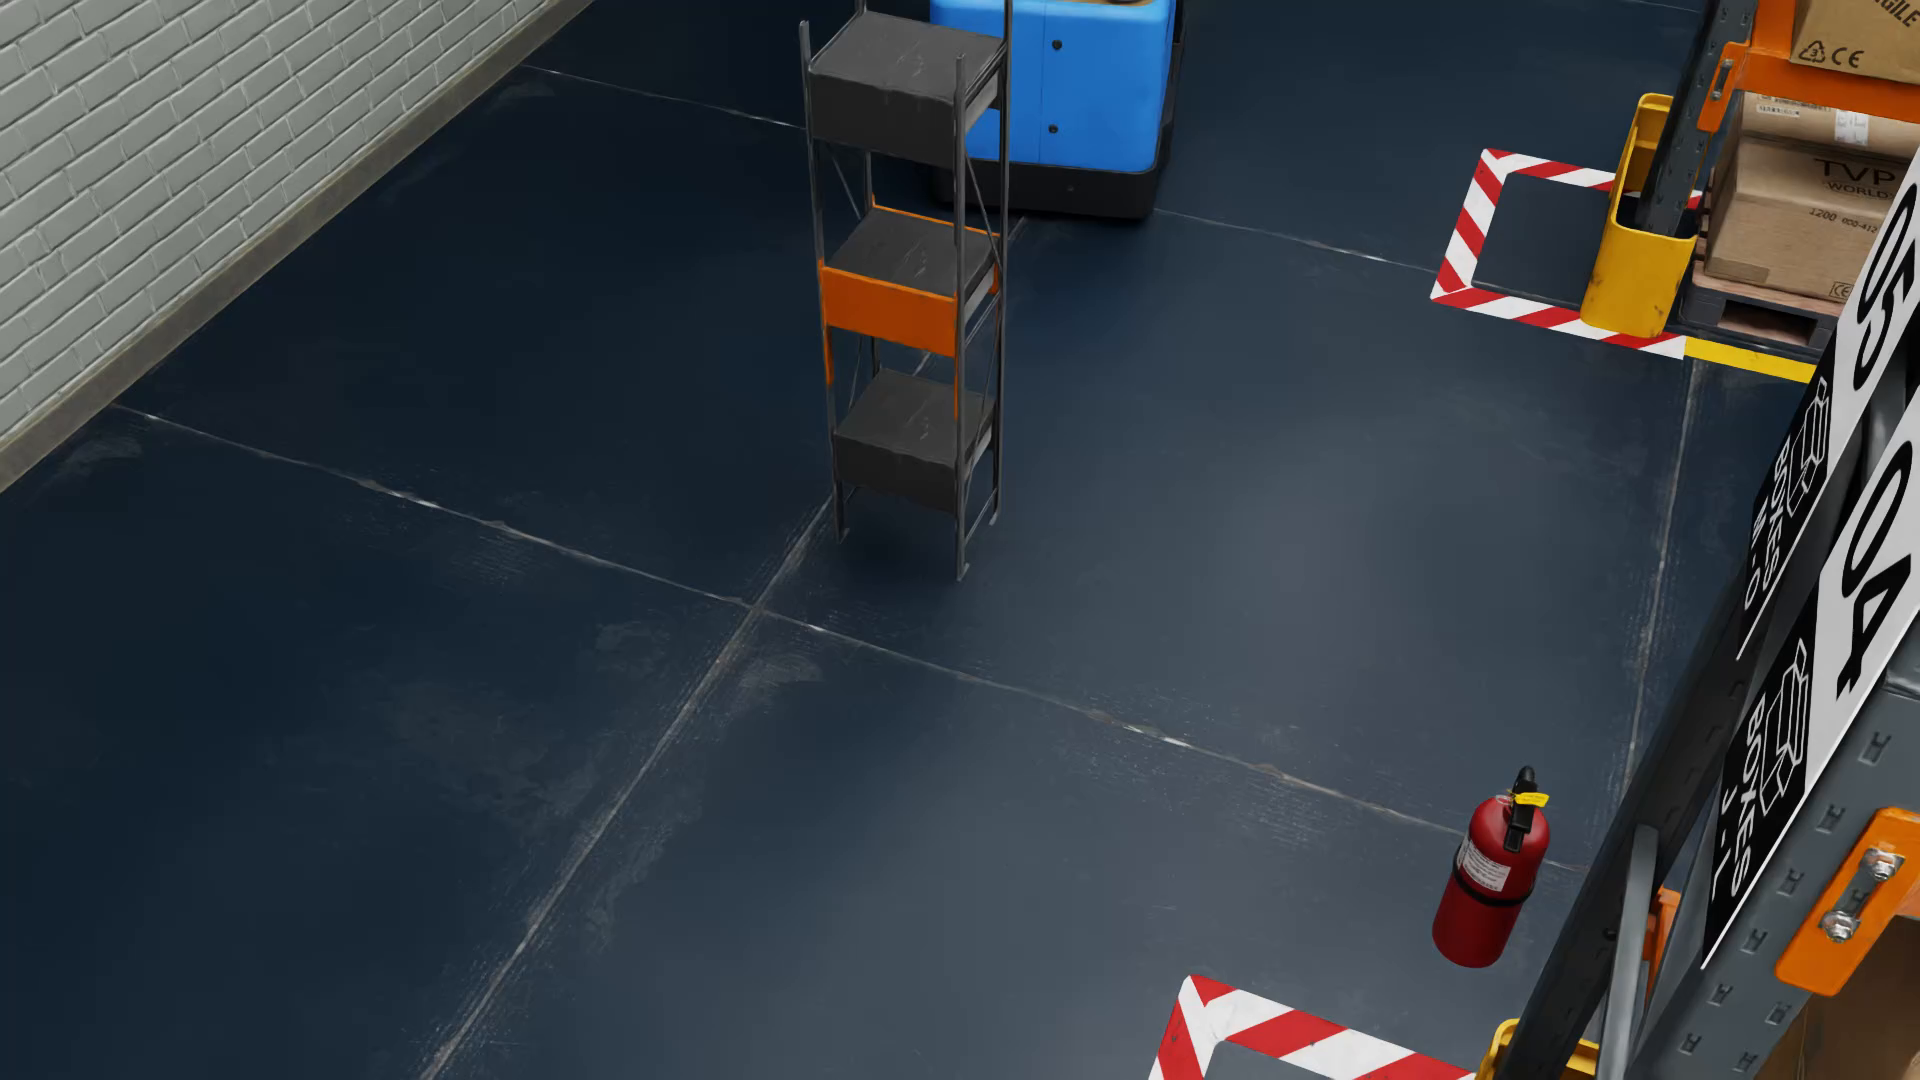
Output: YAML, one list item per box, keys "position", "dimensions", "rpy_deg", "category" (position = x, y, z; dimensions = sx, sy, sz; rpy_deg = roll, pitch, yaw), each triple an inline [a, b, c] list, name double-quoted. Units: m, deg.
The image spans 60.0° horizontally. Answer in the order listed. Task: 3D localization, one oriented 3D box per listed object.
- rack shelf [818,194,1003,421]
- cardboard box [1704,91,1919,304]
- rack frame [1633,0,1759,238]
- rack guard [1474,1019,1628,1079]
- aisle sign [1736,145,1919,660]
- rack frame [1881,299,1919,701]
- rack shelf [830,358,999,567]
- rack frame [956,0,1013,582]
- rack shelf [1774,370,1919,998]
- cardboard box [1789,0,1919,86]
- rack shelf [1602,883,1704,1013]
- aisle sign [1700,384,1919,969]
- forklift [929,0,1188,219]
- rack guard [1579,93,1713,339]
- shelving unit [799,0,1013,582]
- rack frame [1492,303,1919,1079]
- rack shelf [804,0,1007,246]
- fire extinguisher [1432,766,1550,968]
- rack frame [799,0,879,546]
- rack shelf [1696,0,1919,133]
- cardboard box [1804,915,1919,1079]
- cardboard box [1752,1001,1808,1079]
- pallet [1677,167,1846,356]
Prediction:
- position: [-0.153, -0.780, 5.564]
  dimensions: [0.480, 0.518, 0.431]
  rpy_deg: [16, 47, 16]
  category: "rack shelf"
- position: [3.725, -1.456, 7.105]
  dimensions: [0.875, 0.438, 0.875]
  rpy_deg: [15, 47, 15]
  category: "cardboard box"
- position: [3.077, -2.329, 6.464]
  dimensions: [0.127, 3.000, 1.000]
  rpy_deg: [16, 47, 16]
  category: "rack frame"
- position: [1.335, 1.827, 4.059]
  dimensions: [0.348, 0.500, 1.175]
  rpy_deg: [16, 47, 16]
  category: "rack guard"
- position: [1.313, -0.216, 2.498]
  dimensions: [0.004, 0.787, 0.394]
  rpy_deg: [16, 47, 16]
  category: "aisle sign"
- position: [1.264, -1.206, 1.082]
  dimensions: [0.127, 3.000, 1.000]
  rpy_deg: [16, 47, 16]
  category: "rack frame"
- position: [-0.153, -0.283, 6.058]
  dimensions: [0.480, 0.518, 0.431]
  rpy_deg: [16, 47, 16]
  category: "rack shelf"
- position: [0.072, -0.723, 5.488]
  dimensions: [0.015, 2.100, 0.400]
  rpy_deg: [16, 47, 16]
  category: "rack frame"
- position: [3.110, 0.655, 1.848]
  dimensions: [4.000, 0.370, 1.077]
  rpy_deg: [16, 47, 16]
  category: "rack shelf"
- position: [3.409, -2.047, 6.110]
  dimensions: [0.500, 0.500, 0.500]
  rpy_deg: [16, 47, 16]
  category: "cardboard box"
- position: [3.110, 1.719, 2.906]
  dimensions: [4.000, 0.370, 1.077]
  rpy_deg: [16, 47, 16]
  category: "rack shelf"
- position: [1.082, 0.174, 2.105]
  dimensions: [0.004, 0.787, 0.394]
  rpy_deg: [16, 47, 16]
  category: "aisle sign"
- position: [0.611, -3.563, 7.753]
  dimensions: [1.130, 2.935, 3.031]
  rpy_deg: [7, 45, 7]
  category: "forklift"
- position: [3.055, -1.450, 7.353]
  dimensions: [0.348, 0.500, 1.175]
  rpy_deg: [16, 47, 16]
  category: "rack guard"
- position: [-0.153, -0.789, 5.555]
  dimensions: [0.503, 2.100, 0.431]
  rpy_deg: [16, 47, 16]
  category: "shelving unit"
- position: [1.264, 0.920, 3.198]
  dimensions: [0.127, 3.000, 1.000]
  rpy_deg: [16, 47, 16]
  category: "rack frame"
- position: [-0.153, -1.276, 5.070]
  dimensions: [0.480, 0.518, 0.431]
  rpy_deg: [16, 47, 16]
  category: "rack shelf"
- position: [1.210, 0.711, 3.728]
  dimensions: [0.183, 0.674, 0.296]
  rpy_deg: [16, 47, 16]
  category: "fire extinguisher"
- position: [-0.378, -0.856, 5.621]
  dimensions: [0.015, 2.100, 0.400]
  rpy_deg: [16, 47, 16]
  category: "rack frame"
- position: [4.923, -1.531, 6.172]
  dimensions: [4.000, 0.370, 1.077]
  rpy_deg: [16, 47, 16]
  category: "rack shelf"
- position: [1.577, 0.720, 2.409]
  dimensions: [0.500, 0.500, 0.500]
  rpy_deg: [16, 47, 16]
  category: "cardboard box"
- position: [1.572, 1.081, 2.755]
  dimensions: [0.500, 0.500, 0.500]
  rpy_deg: [19, 48, 18]
  category: "cardboard box"
- position: [3.845, -1.175, 7.281]
  dimensions: [1.213, 0.211, 1.003]
  rpy_deg: [16, 47, 16]
  category: "pallet"
